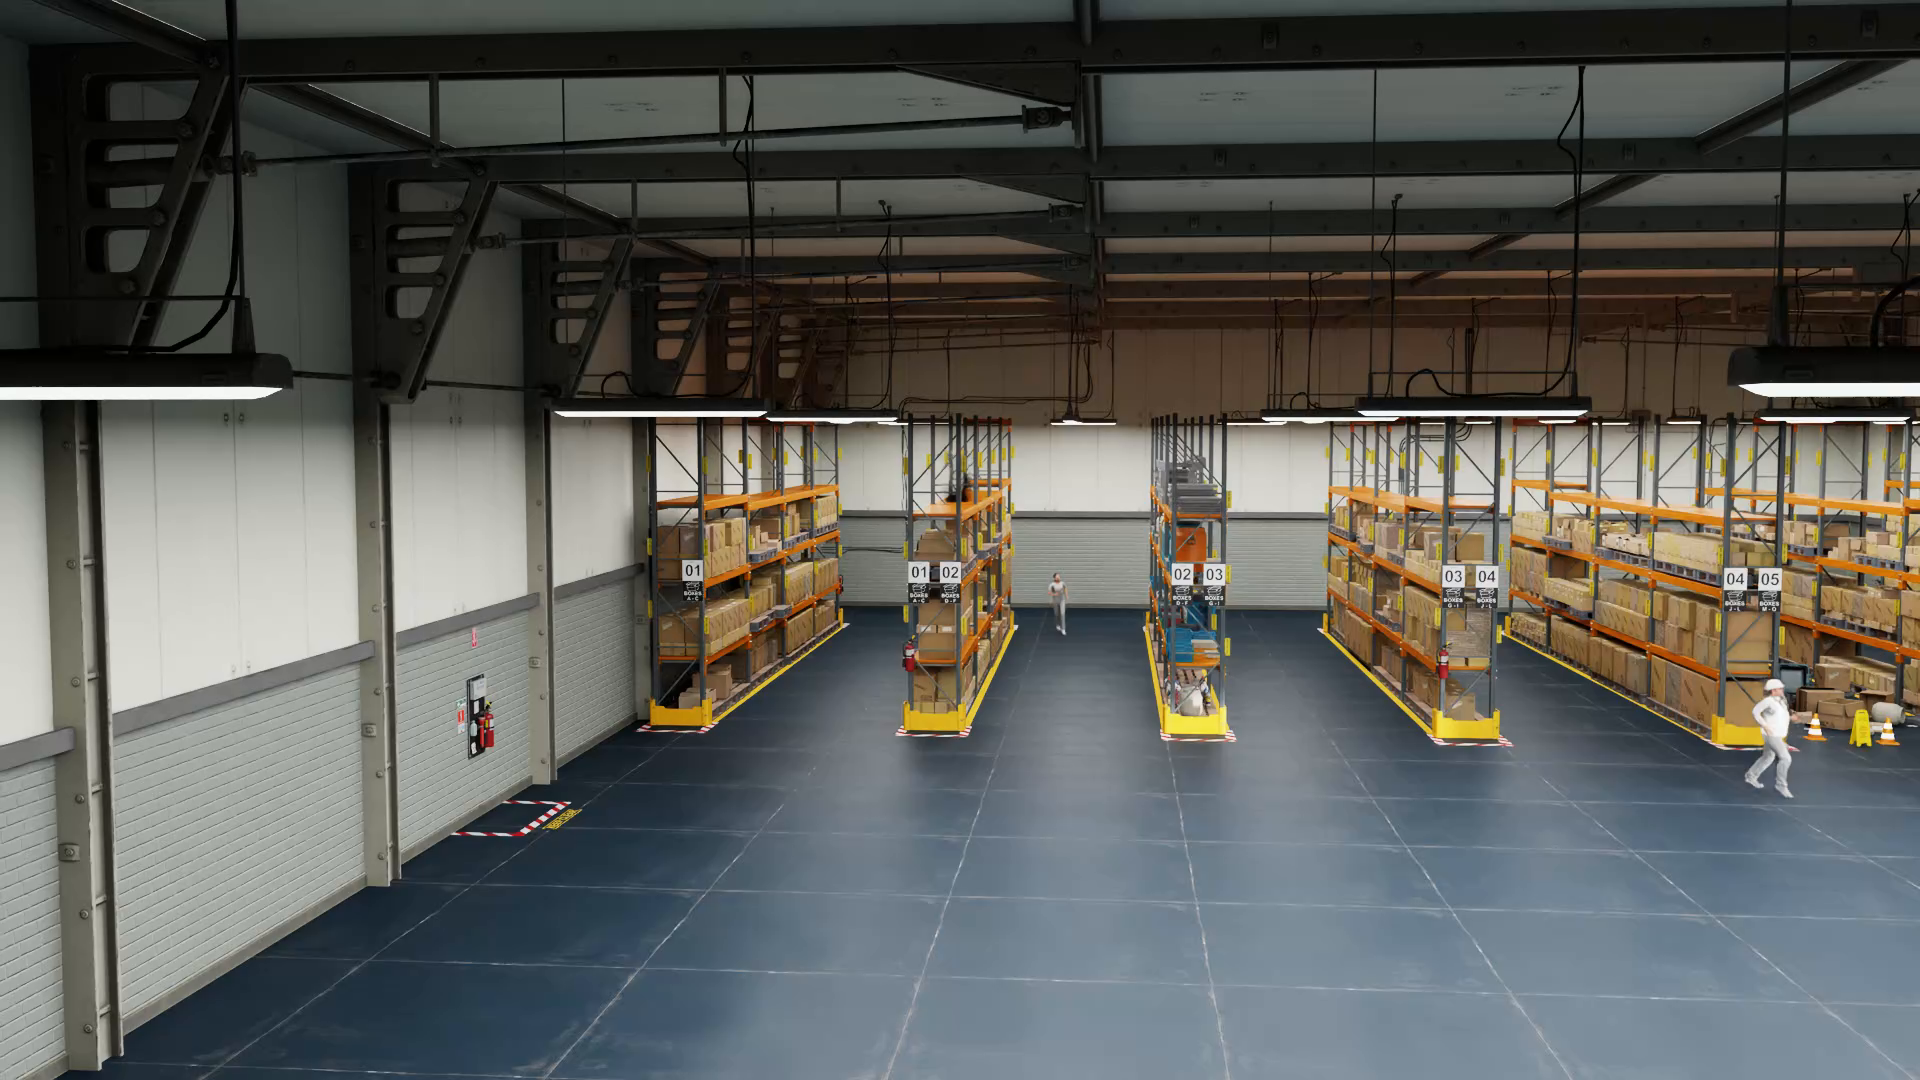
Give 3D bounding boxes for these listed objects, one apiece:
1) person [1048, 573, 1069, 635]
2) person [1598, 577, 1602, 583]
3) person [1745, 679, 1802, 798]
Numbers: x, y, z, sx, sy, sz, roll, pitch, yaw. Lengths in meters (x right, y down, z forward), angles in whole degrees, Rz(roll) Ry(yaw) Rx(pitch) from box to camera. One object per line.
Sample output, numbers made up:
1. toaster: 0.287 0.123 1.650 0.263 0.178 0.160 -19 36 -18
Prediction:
1. person: 2.736 1.755 46.371 0.586 1.680 0.959 0 4 -2
2. person: 17.040 1.864 44.382 0.723 1.745 0.734 0 4 6
3. person: 12.729 3.089 26.049 0.794 1.837 0.641 3 5 38
